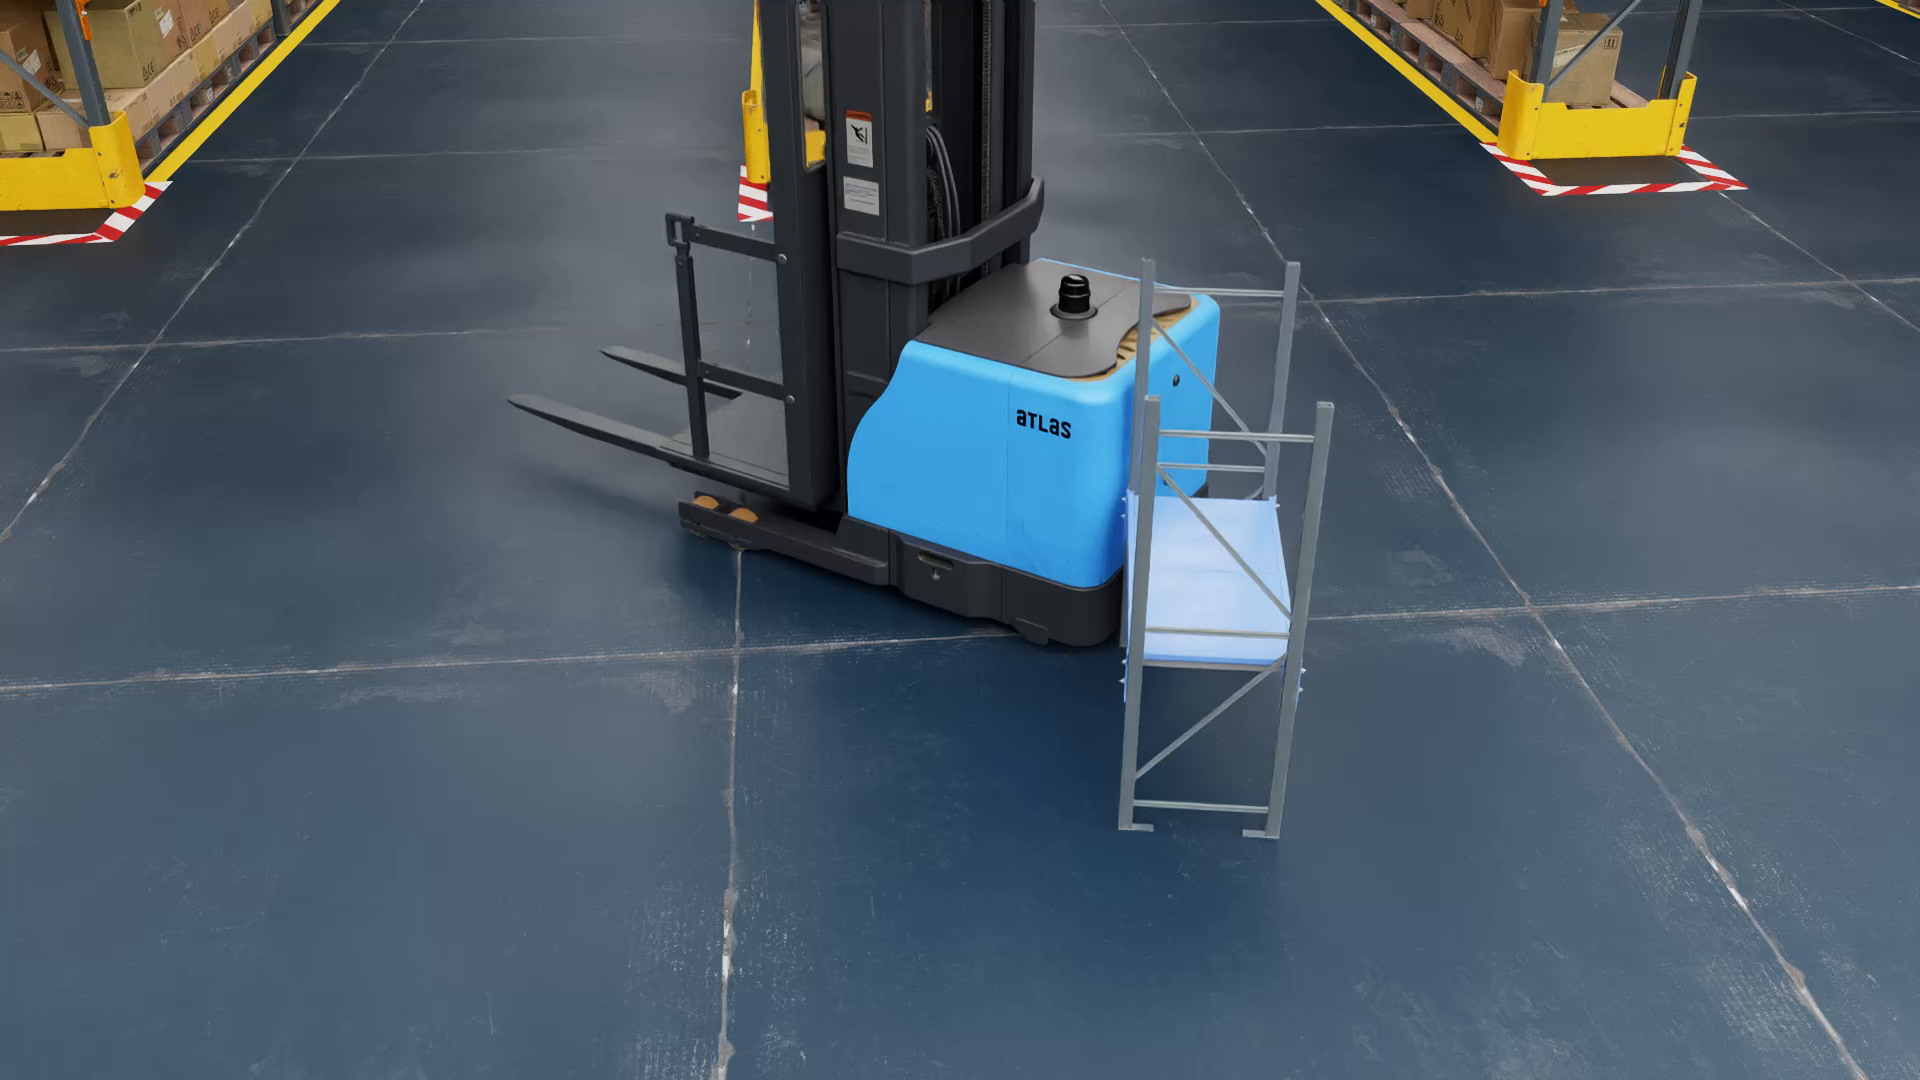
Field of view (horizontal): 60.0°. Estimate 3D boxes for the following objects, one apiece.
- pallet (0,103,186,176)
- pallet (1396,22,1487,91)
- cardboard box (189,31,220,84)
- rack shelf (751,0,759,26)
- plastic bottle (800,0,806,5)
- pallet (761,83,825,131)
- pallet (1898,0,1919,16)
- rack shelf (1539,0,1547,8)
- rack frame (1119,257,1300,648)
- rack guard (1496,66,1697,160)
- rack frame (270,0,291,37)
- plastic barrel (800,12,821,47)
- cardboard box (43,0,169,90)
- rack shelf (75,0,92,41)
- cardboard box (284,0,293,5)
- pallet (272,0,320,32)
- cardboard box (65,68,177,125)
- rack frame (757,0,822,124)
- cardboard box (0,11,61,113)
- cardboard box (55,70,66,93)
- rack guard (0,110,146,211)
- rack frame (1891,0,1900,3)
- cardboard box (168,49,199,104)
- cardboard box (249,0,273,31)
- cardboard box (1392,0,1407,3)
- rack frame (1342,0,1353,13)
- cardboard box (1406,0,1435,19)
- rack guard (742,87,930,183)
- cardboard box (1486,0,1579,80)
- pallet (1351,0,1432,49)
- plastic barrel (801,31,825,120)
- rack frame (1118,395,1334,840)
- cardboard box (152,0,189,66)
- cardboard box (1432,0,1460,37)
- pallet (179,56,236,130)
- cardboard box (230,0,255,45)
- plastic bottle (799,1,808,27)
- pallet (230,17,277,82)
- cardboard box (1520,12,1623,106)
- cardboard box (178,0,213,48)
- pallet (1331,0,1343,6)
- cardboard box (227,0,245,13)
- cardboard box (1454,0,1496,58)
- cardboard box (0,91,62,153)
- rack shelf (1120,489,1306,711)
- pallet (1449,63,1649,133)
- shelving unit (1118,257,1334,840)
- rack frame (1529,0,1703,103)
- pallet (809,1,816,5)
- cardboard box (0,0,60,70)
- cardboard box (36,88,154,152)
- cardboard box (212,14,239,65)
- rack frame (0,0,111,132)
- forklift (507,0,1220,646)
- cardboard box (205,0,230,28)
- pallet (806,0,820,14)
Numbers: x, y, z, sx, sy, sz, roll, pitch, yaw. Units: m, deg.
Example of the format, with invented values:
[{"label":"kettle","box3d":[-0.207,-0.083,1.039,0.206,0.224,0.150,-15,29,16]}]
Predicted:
[{"label":"pallet","box3d":[-5.772,-2.579,10.861,1.003,0.211,1.213,-3,31,-5]},{"label":"pallet","box3d":[4.046,-3.740,12.805,1.003,0.211,1.213,-3,31,-5]},{"label":"cardboard box","box3d":[-5.626,-3.437,11.852,0.500,0.250,0.500,-3,31,-5]},{"label":"rack shelf","box3d":[-0.914,-4.335,11.784,1.077,0.370,4.000,-3,31,-5]},{"label":"plastic bottle","box3d":[-1.295,-4.291,13.164,0.144,0.351,0.185,-3,31,-5]},{"label":"pallet","box3d":[-0.851,-2.877,11.361,1.003,0.211,1.213,-3,31,-5]},{"label":"pallet","box3d":[8.772,-4.499,14.076,1.003,0.211,1.213,-3,31,-5]},{"label":"rack shelf","box3d":[4.018,-4.572,12.181,1.077,0.370,4.000,-3,31,-5]},{"label":"rack frame","box3d":[0.834,-0.247,5.701,0.500,1.500,0.032,3,31,4]},{"label":"rack guard","box3d":[4.198,-2.826,10.993,1.175,0.500,0.348,-3,31,-5]},{"label":"rack frame","box3d":[-6.032,-5.429,12.915,1.000,3.000,0.127,-3,31,-5]},{"label":"plastic barrel","box3d":[-0.911,-3.323,11.405,0.421,0.512,0.421,0,31,0]},{"label":"cardboard box","box3d":[-5.536,-3.249,10.804,0.500,0.500,0.500,-3,31,-5]},{"label":"rack shelf","box3d":[-5.846,-4.100,11.390,1.077,0.370,4.000,-3,31,-5]},{"label":"cardboard box","box3d":[-5.823,-4.647,13.877,0.500,0.250,0.500,-3,31,-6]},{"label":"pallet","box3d":[-6.140,-4.607,14.256,1.003,0.211,1.213,-3,31,-5]},{"label":"cardboard box","box3d":[-5.538,-2.927,10.996,0.500,0.250,0.500,-3,31,-5]},{"label":"rack frame","box3d":[-0.727,-3.623,9.890,1.000,3.000,0.127,-3,31,-5]},{"label":"cardboard box","box3d":[-6.005,-2.969,10.335,0.500,0.500,0.500,-3,31,-5]},{"label":"cardboard box","box3d":[-6.062,-2.901,10.954,0.500,0.250,0.500,-3,31,-5]},{"label":"rack guard","box3d":[-5.656,-2.302,10.116,1.175,0.500,0.348,-3,31,-5]},{"label":"rack frame","box3d":[8.779,-6.088,14.018,1.000,3.000,0.127,-3,31,-5]},{"label":"cardboard box","box3d":[-5.584,-3.182,11.424,0.500,0.250,0.500,-3,31,-5]},{"label":"cardboard box","box3d":[-5.772,-4.203,13.133,0.500,0.250,0.500,-3,31,-5]},{"label":"cardboard box","box3d":[3.828,-4.803,13.894,0.500,0.500,0.500,-4,31,-6]},{"label":"rack frame","box3d":[3.831,-5.902,13.706,1.000,3.000,0.127,-3,31,-5]},{"label":"cardboard box","box3d":[3.890,-4.511,13.405,0.500,0.500,0.500,7,32,11]},{"label":"rack guard","box3d":[-0.781,-2.586,10.592,1.175,0.500,0.348,-3,31,-5]},{"label":"cardboard box","box3d":[4.073,-3.590,11.864,0.500,0.500,0.500,5,31,8]},{"label":"pallet","box3d":[3.929,-4.364,13.850,1.003,0.211,1.213,-3,31,-5]},{"label":"plastic barrel","box3d":[-0.864,-3.067,10.977,0.421,0.512,0.421,0,31,0]},{"label":"rack frame","box3d":[0.746,0.272,4.831,0.500,1.500,0.032,3,31,4]},{"label":"cardboard box","box3d":[-5.595,-3.503,11.231,0.500,0.500,0.500,-3,31,-5]},{"label":"cardboard box","box3d":[4.026,-4.198,12.881,0.500,0.500,0.500,-5,31,-9]},{"label":"pallet","box3d":[-5.883,-3.200,11.901,1.003,0.211,1.213,-3,31,-5]},{"label":"cardboard box","box3d":[-5.735,-3.947,12.705,0.500,0.250,0.500,-3,31,-5]},{"label":"plastic bottle","box3d":[-1.236,-3.959,12.680,0.152,0.276,0.135,-3,31,-5]},{"label":"pallet","box3d":[-6.000,-3.824,12.947,1.003,0.211,1.213,-3,31,-5]},{"label":"cardboard box","box3d":[4.163,-3.287,11.356,0.500,0.500,0.500,3,31,5]},{"label":"cardboard box","box3d":[-5.625,-3.759,11.659,0.500,0.500,0.500,-3,31,-5]},{"label":"pallet","box3d":[3.757,-5.102,15.087,1.003,0.211,1.213,-3,31,-5]},{"label":"cardboard box","box3d":[-5.736,-4.269,12.513,0.500,0.500,0.500,-3,31,-5]},{"label":"cardboard box","box3d":[4.033,-3.911,12.400,0.500,0.500,0.500,0,31,0]},{"label":"cardboard box","box3d":[-6.003,-2.647,10.528,0.500,0.250,0.500,-3,31,-5]},{"label":"rack shelf","box3d":[0.790,0.167,5.358,0.538,0.185,1.000,3,31,4]},{"label":"pallet","box3d":[4.157,-3.118,11.764,1.003,0.211,1.213,-3,31,-5]},{"label":"shelving unit","box3d":[0.790,0.013,5.266,0.538,1.500,1.048,3,31,4]},{"label":"rack frame","box3d":[4.205,-3.860,10.287,1.000,3.000,0.127,-3,31,-5]},{"label":"pallet","box3d":[-1.212,-4.867,14.692,1.003,0.211,1.213,-3,31,-5]},{"label":"cardboard box","box3d":[-6.113,-3.478,11.189,0.500,0.500,0.500,-3,31,-5]},{"label":"cardboard box","box3d":[-5.487,-2.672,10.569,0.500,0.250,0.500,-3,31,-5]},{"label":"cardboard box","box3d":[-5.673,-3.693,12.279,0.500,0.250,0.500,-3,31,-5]},{"label":"rack frame","box3d":[-5.659,-3.387,9.496,1.000,3.000,0.127,-3,31,-5]},{"label":"forklift","box3d":[-0.543,-1.429,6.285,3.031,2.935,1.130,17,35,27]},{"label":"cardboard box","box3d":[-5.686,-4.014,12.086,0.500,0.500,0.500,-3,31,-5]},{"label":"pallet","box3d":[-1.079,-4.123,13.447,1.003,0.211,1.213,-3,31,-5]}]
